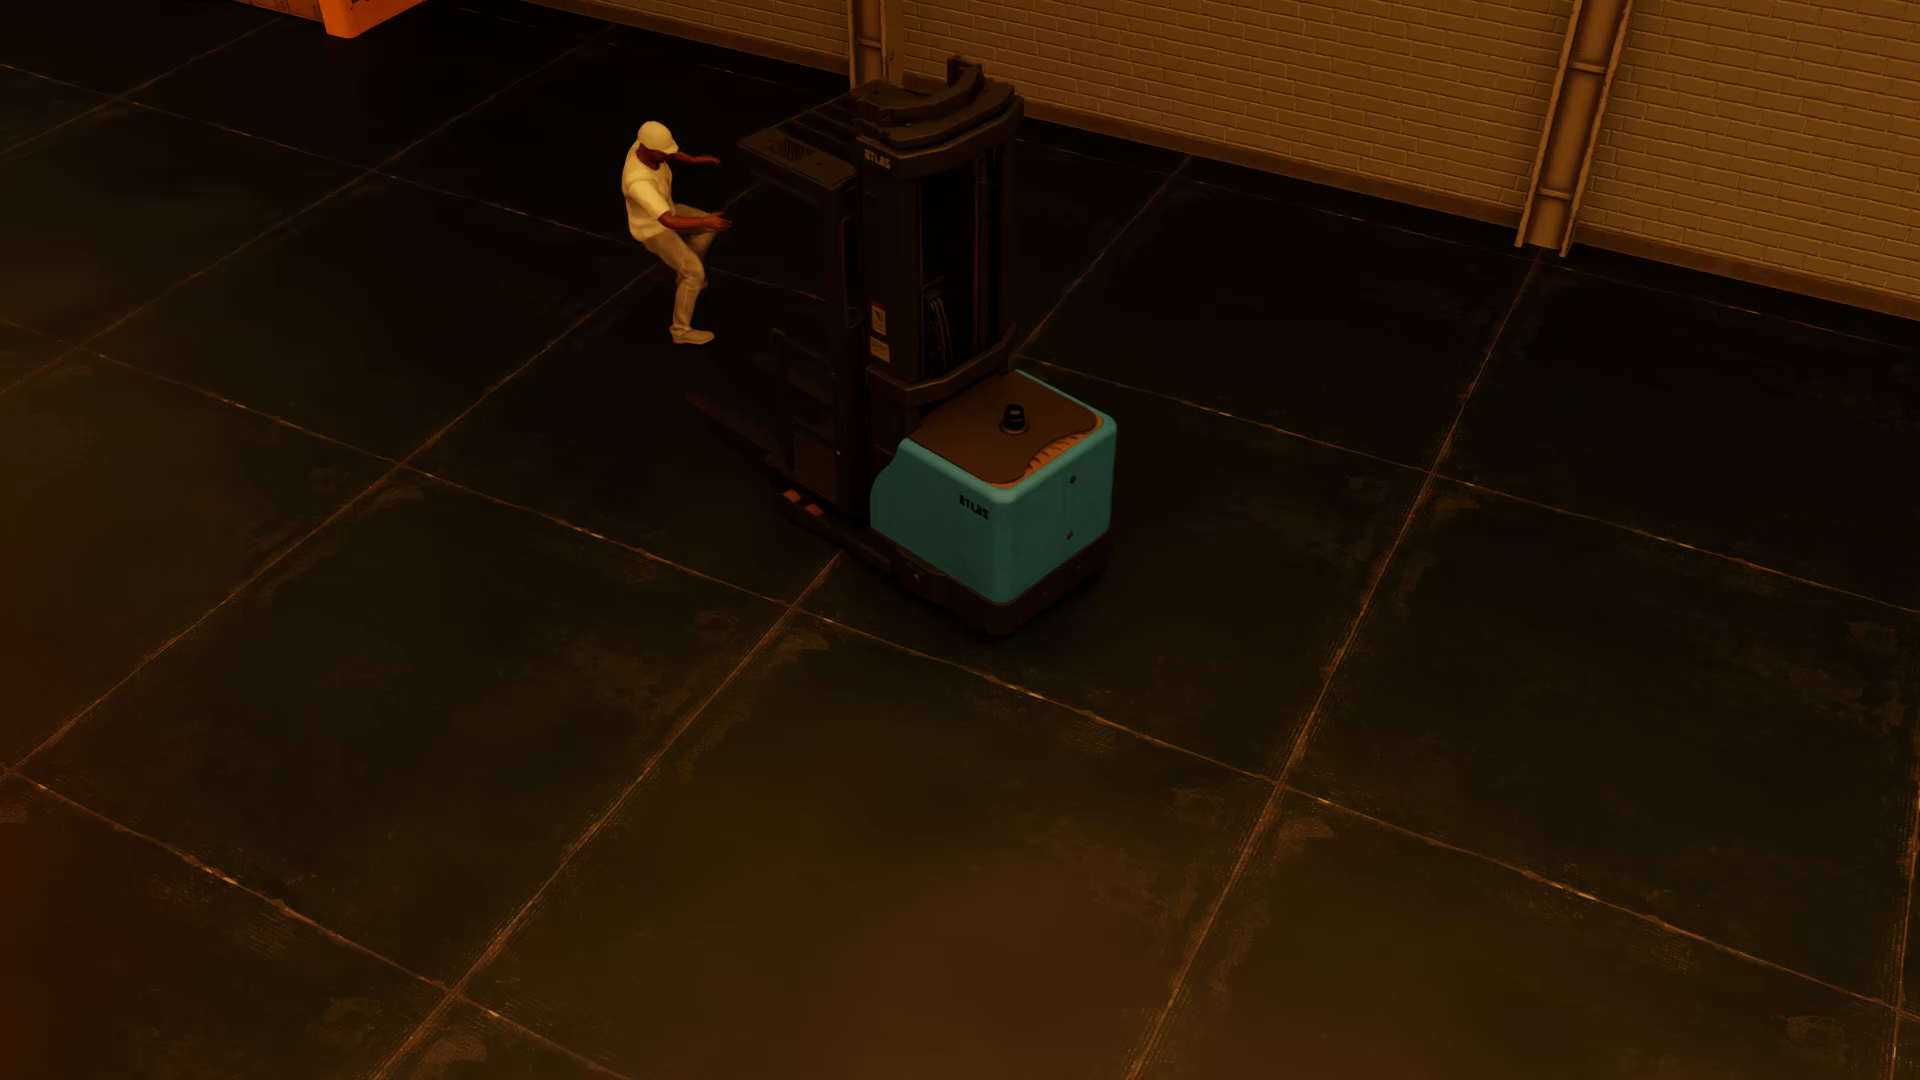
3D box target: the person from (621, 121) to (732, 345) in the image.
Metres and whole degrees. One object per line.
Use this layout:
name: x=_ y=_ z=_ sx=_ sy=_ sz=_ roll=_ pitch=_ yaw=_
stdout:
person: x=-1.951 y=-2.289 z=11.774 sx=0.777 sy=1.560 sz=0.964 roll=1 pitch=40 yaw=1

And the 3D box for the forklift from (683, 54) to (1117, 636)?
forklift: x=-0.513 y=-1.402 z=9.651 sx=3.031 sy=2.935 sz=1.130 roll=31 pitch=49 yaw=31
